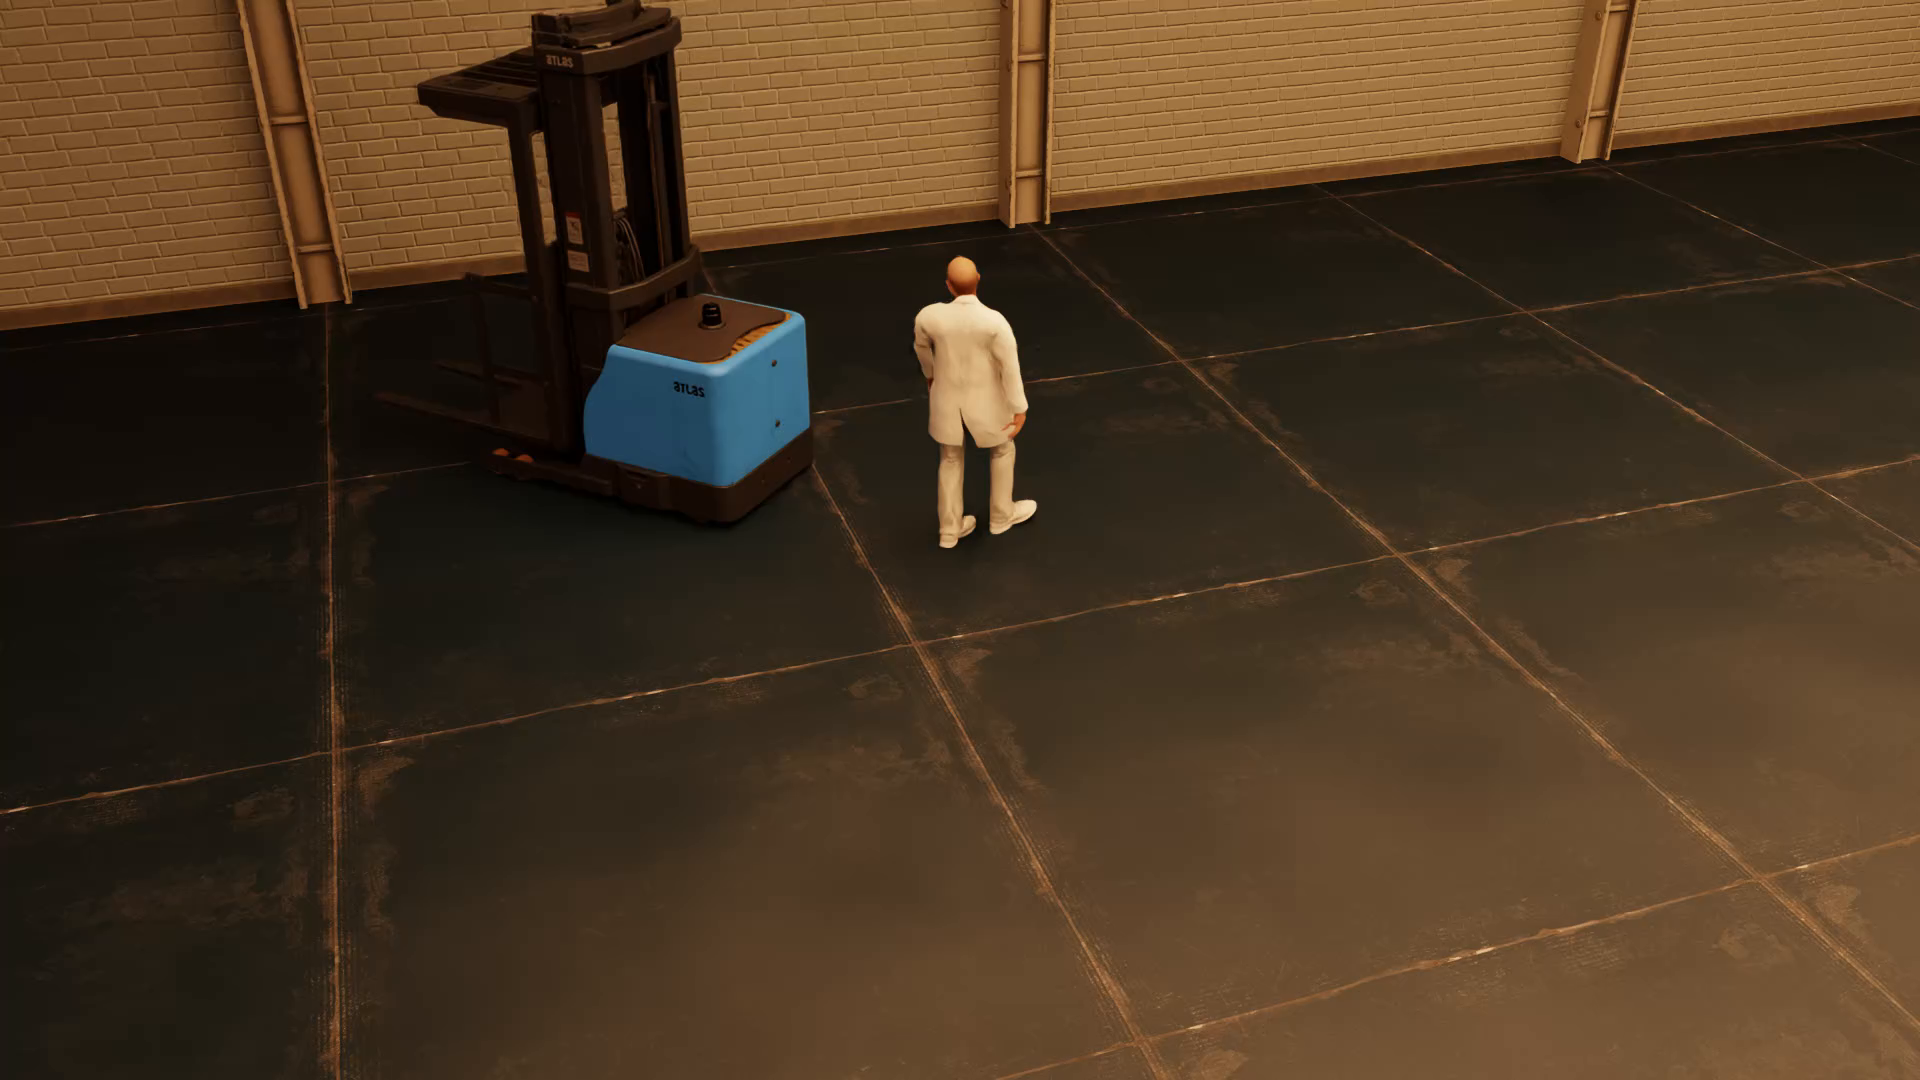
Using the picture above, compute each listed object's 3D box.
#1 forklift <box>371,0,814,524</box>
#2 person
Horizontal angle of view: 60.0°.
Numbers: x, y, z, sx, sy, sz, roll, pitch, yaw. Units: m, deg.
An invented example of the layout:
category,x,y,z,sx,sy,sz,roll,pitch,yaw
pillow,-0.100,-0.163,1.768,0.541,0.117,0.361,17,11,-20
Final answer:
category,x,y,z,sx,sy,sz,roll,pitch,yaw
forklift,-2.499,-1.869,10.335,3.031,2.935,1.130,14,33,23
person,0.070,-0.824,9.717,0.719,1.748,0.604,8,31,14
